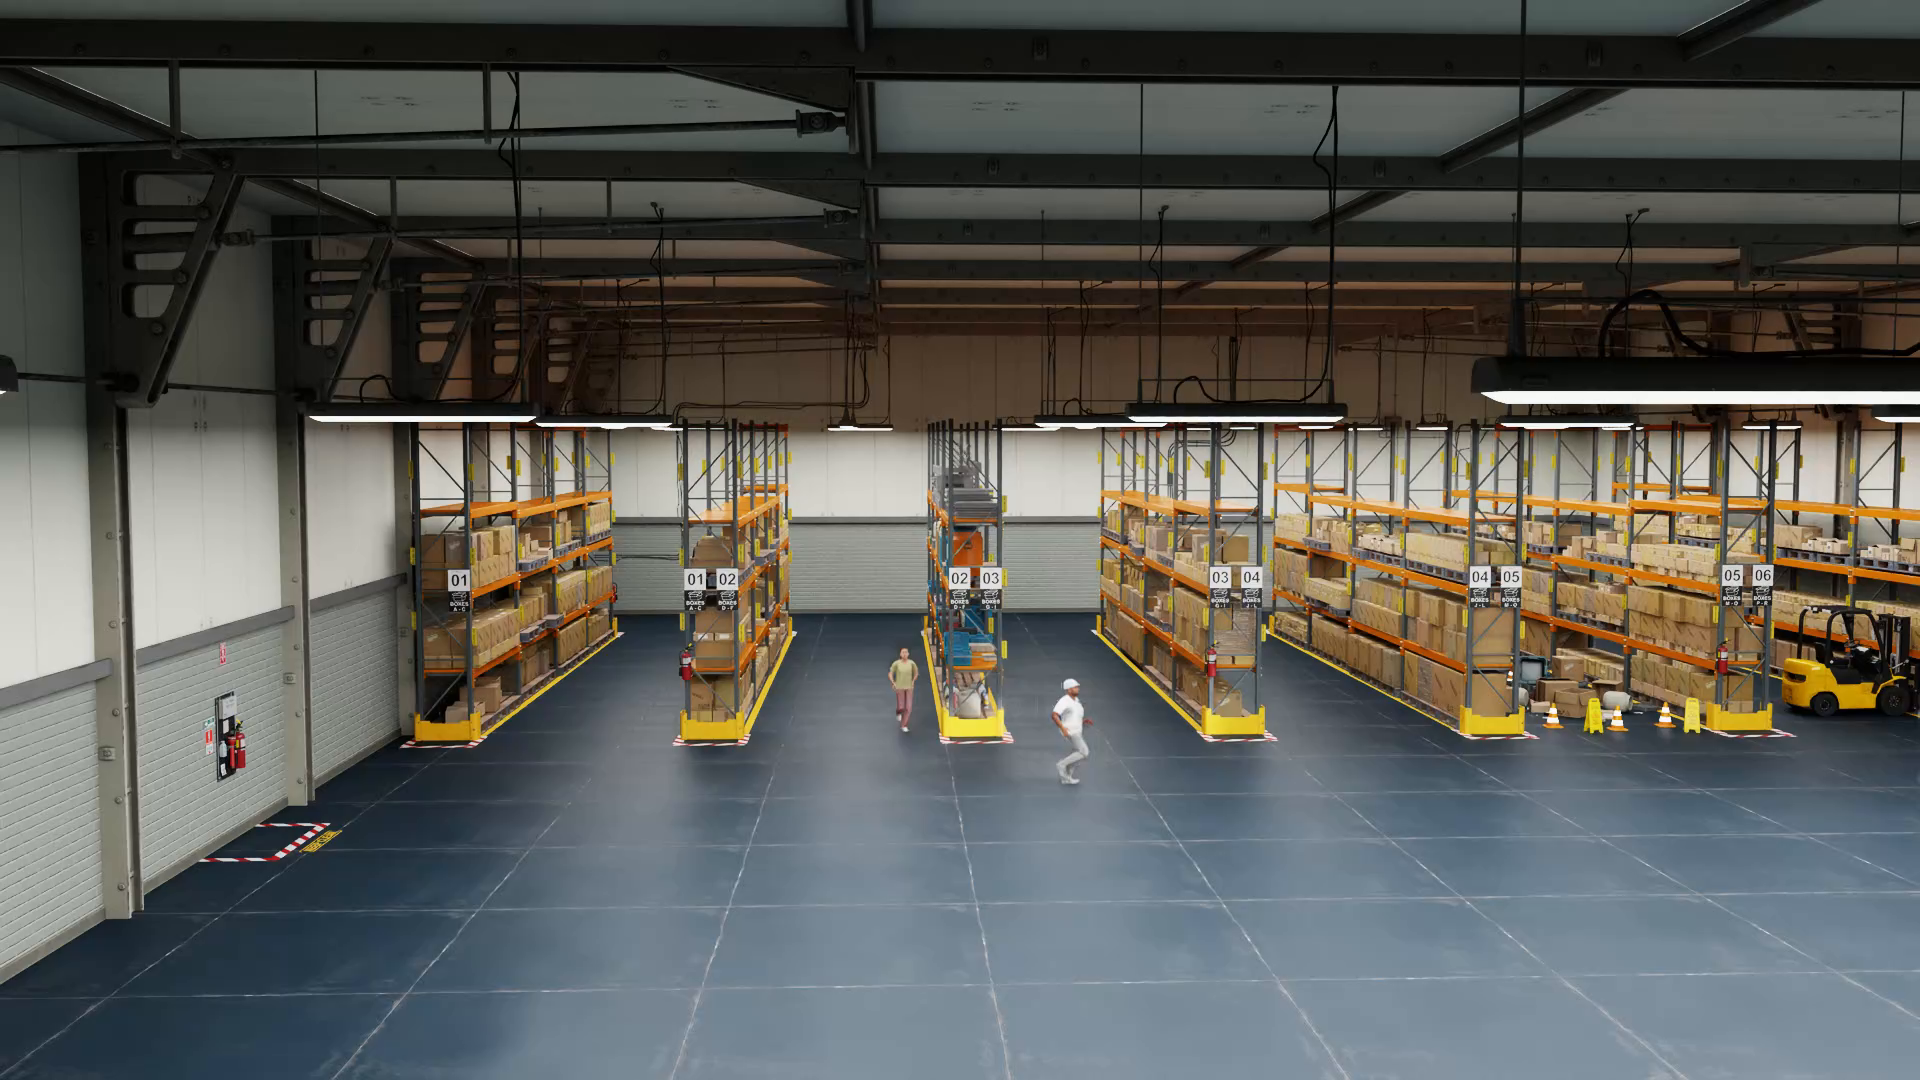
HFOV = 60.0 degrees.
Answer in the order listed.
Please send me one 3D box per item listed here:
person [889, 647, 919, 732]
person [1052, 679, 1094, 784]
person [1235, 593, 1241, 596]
[{"bbox_3d":[-1.075,2.863,32.060,0.581,1.626,0.553,-1,4,-11],"label":"person"},{"bbox_3d":[1.869,3.126,27.083,0.581,1.725,0.705,1,4,21],"label":"person"},{"bbox_3d":[7.781,1.960,46.143,0.584,1.686,0.794,0,4,3],"label":"person"}]
